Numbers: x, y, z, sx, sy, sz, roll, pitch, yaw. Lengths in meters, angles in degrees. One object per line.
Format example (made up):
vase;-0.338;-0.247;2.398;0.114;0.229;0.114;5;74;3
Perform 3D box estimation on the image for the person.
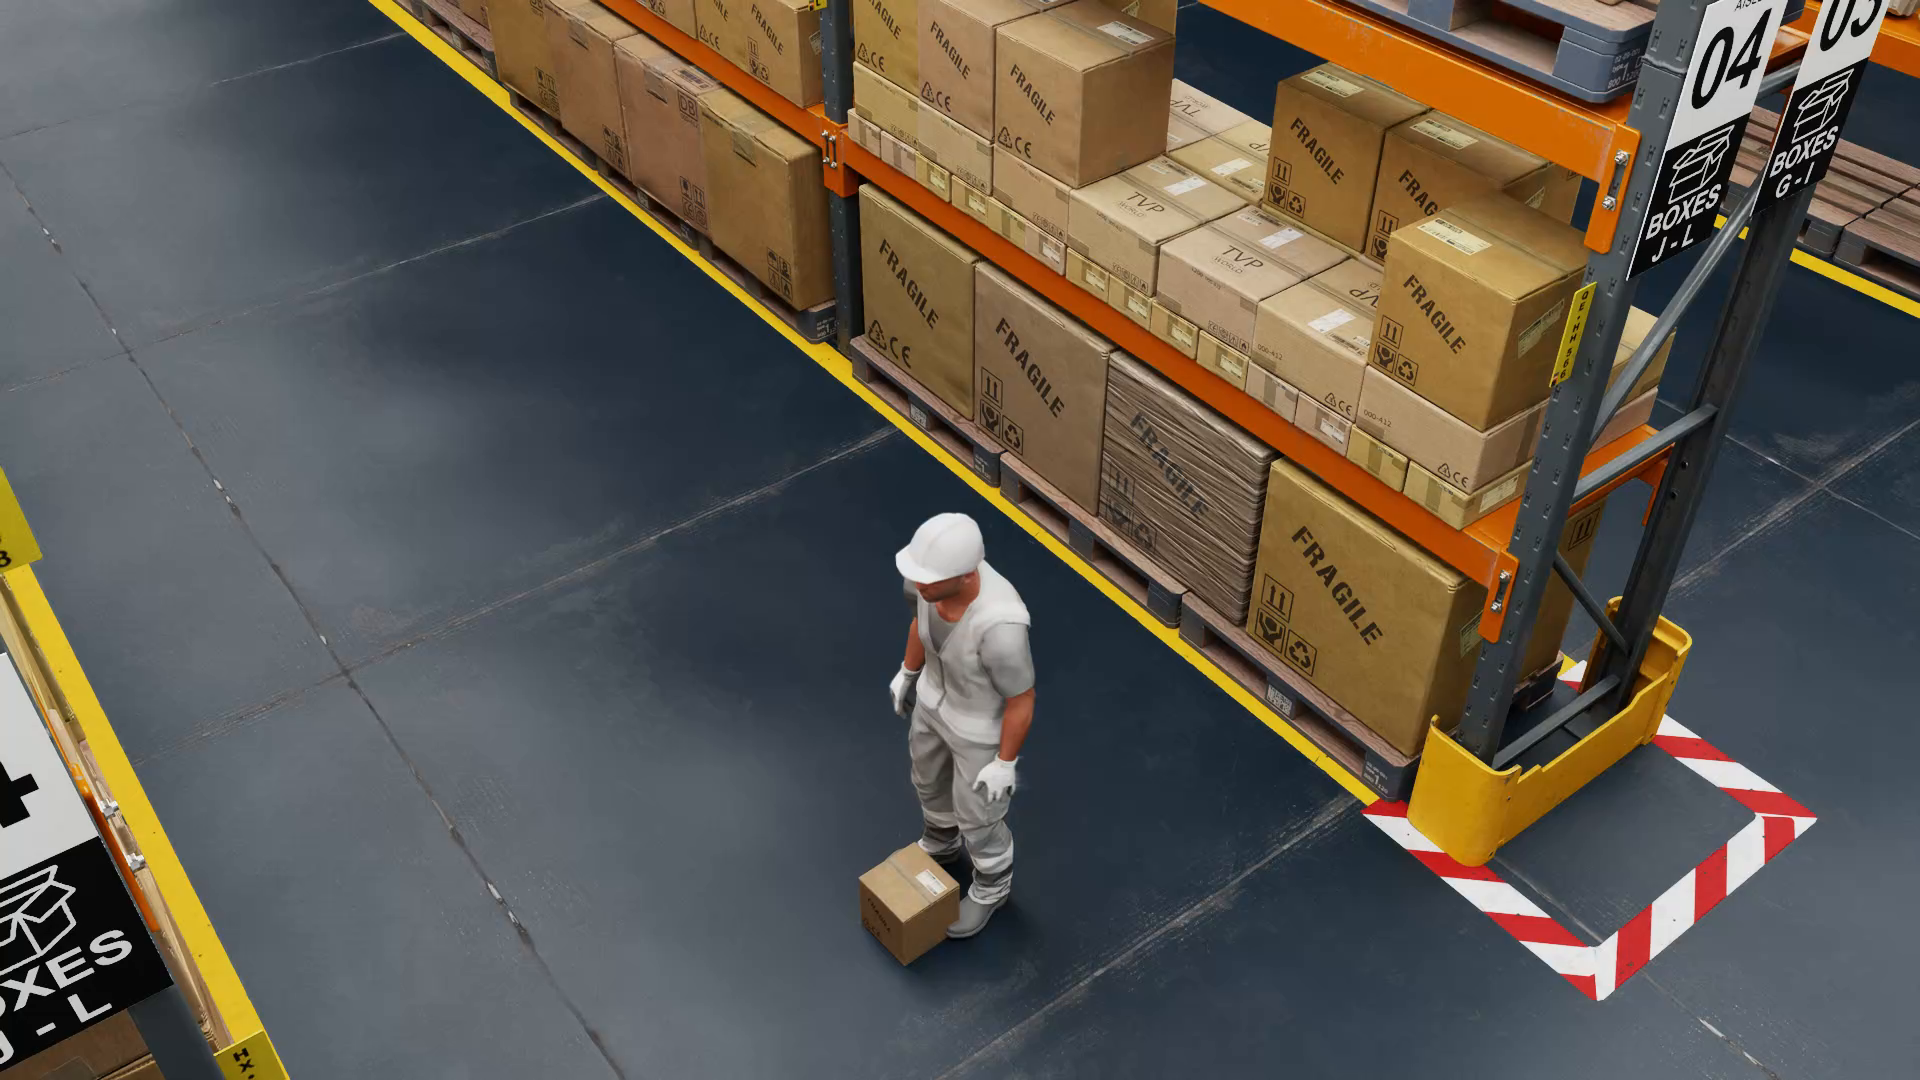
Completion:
person;-0.005;0.590;5.439;0.448;1.780;0.608;-26;46;-28
